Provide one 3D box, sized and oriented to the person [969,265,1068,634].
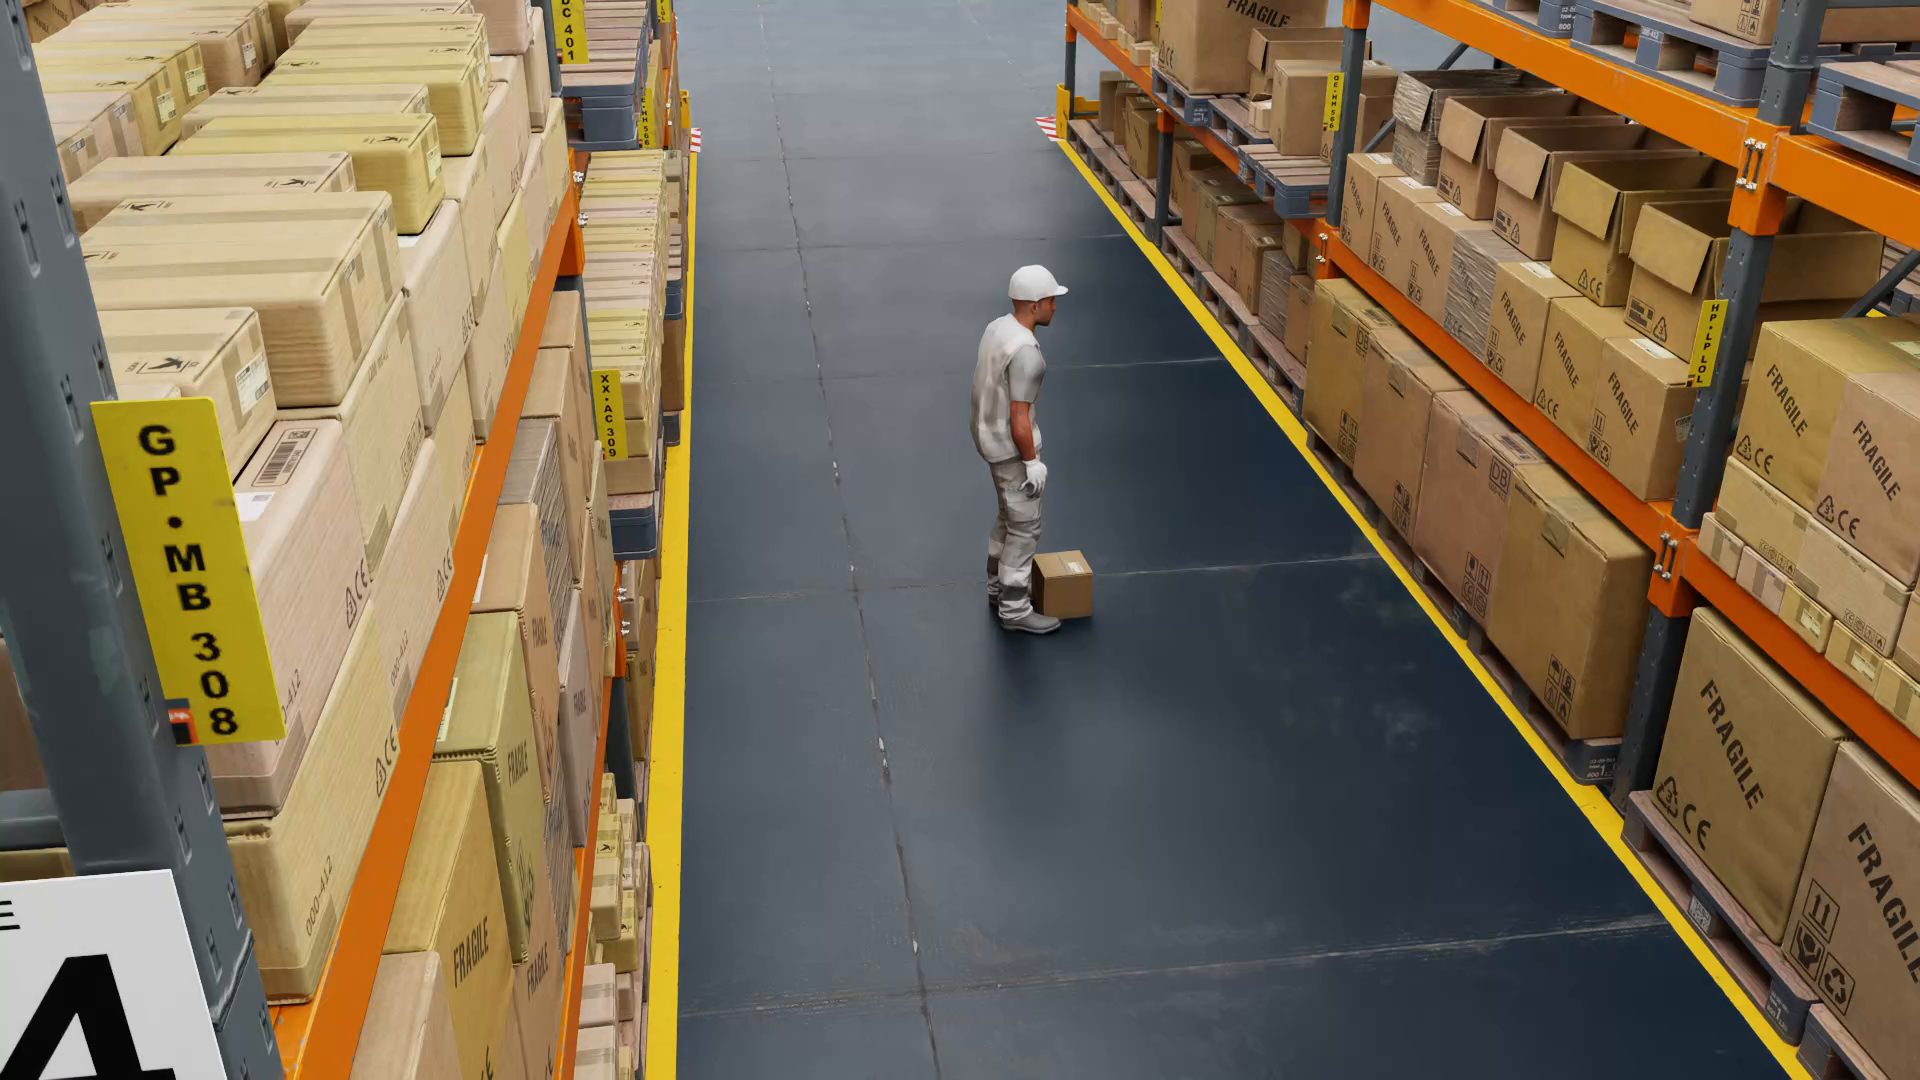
[{"bbox_3d":[0.283,-0.442,7.973,0.451,1.778,0.611,-5,27,-10],"label":"person"}]
